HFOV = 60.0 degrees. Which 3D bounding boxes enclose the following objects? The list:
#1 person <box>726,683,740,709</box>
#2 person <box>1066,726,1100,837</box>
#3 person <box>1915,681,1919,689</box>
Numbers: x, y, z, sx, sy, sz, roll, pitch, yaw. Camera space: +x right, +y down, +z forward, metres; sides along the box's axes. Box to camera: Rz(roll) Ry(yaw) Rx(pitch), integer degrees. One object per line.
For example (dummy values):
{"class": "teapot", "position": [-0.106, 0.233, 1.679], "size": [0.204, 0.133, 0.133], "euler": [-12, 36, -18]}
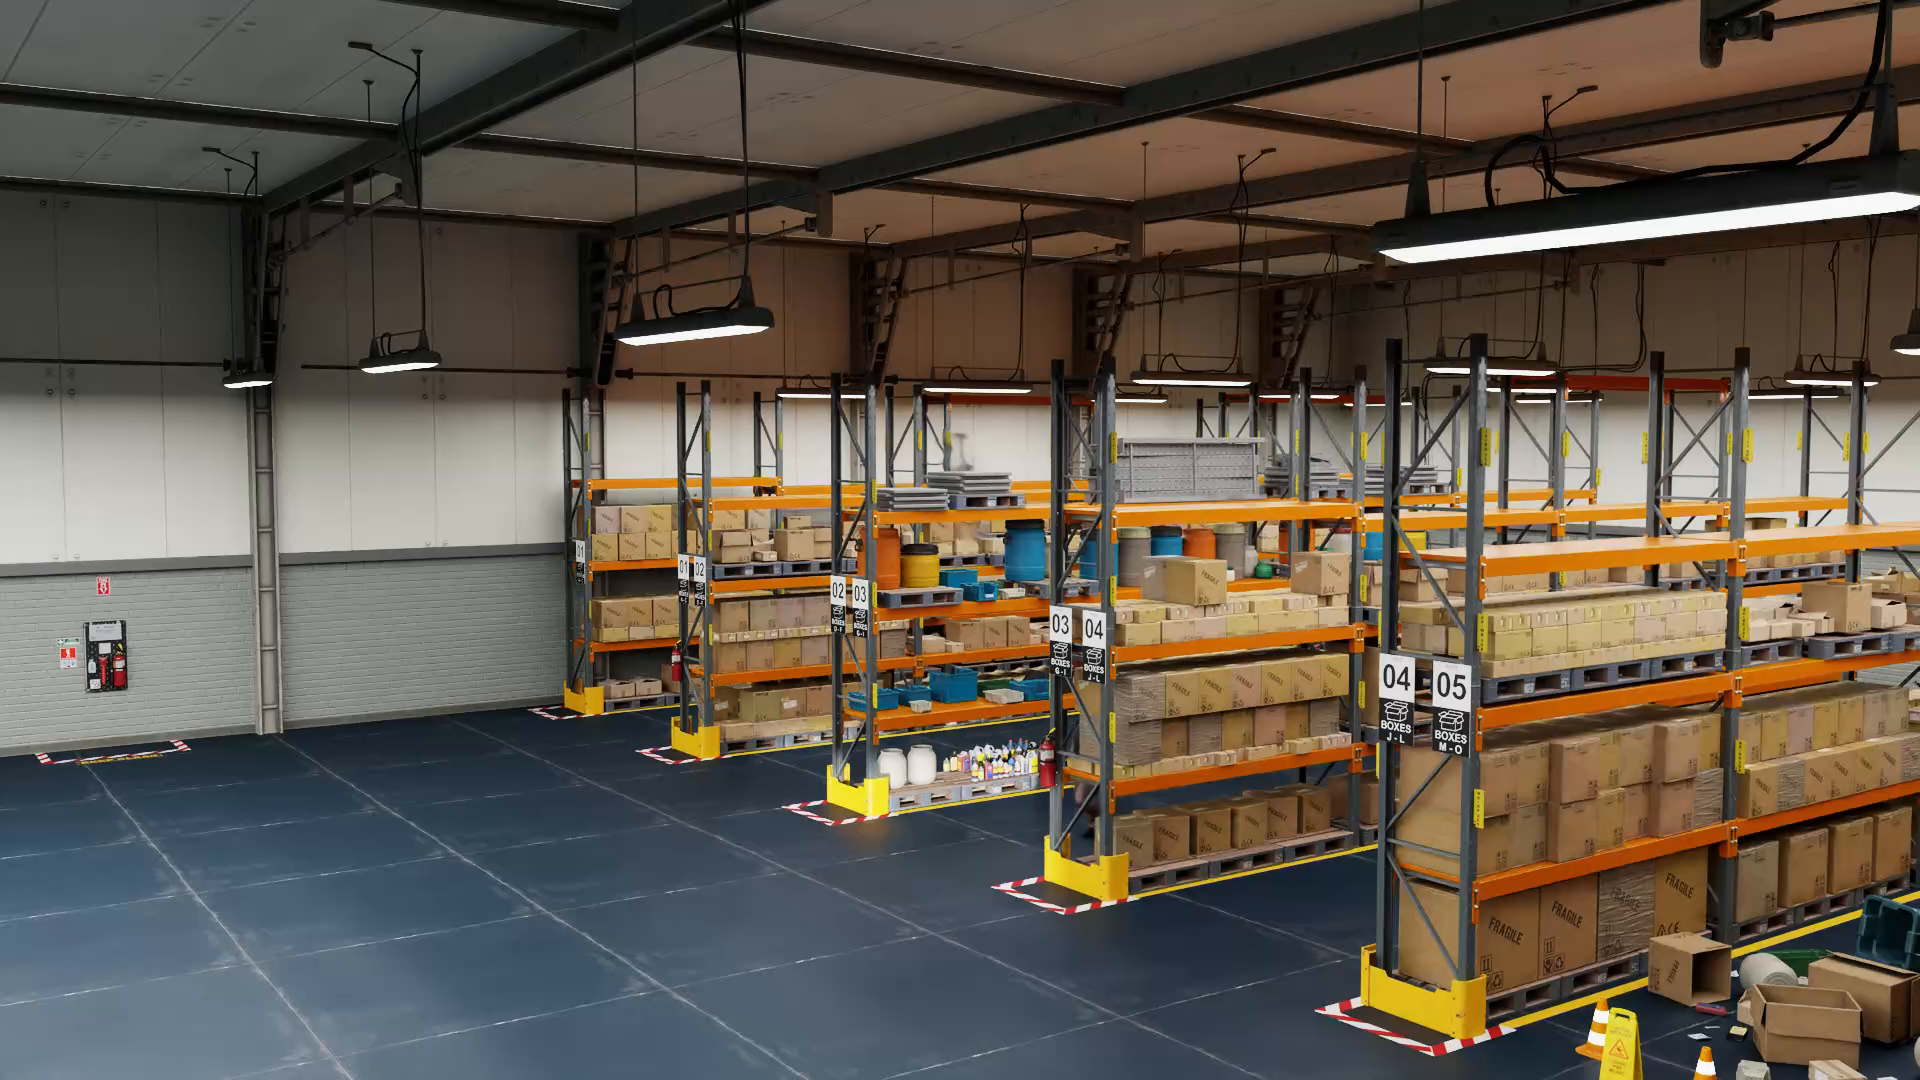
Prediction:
{"class": "person", "position": [-4.010, 2.436, 29.344], "size": [0.578, 1.643, 0.880], "euler": [3, 5, 40]}
{"class": "person", "position": [1.602, 2.957, 21.176], "size": [0.592, 1.681, 0.645], "euler": [-3, 5, -38]}
{"class": "person", "position": [13.547, 2.805, 23.284], "size": [0.576, 1.748, 0.676], "euler": [-2, 4, -28]}
